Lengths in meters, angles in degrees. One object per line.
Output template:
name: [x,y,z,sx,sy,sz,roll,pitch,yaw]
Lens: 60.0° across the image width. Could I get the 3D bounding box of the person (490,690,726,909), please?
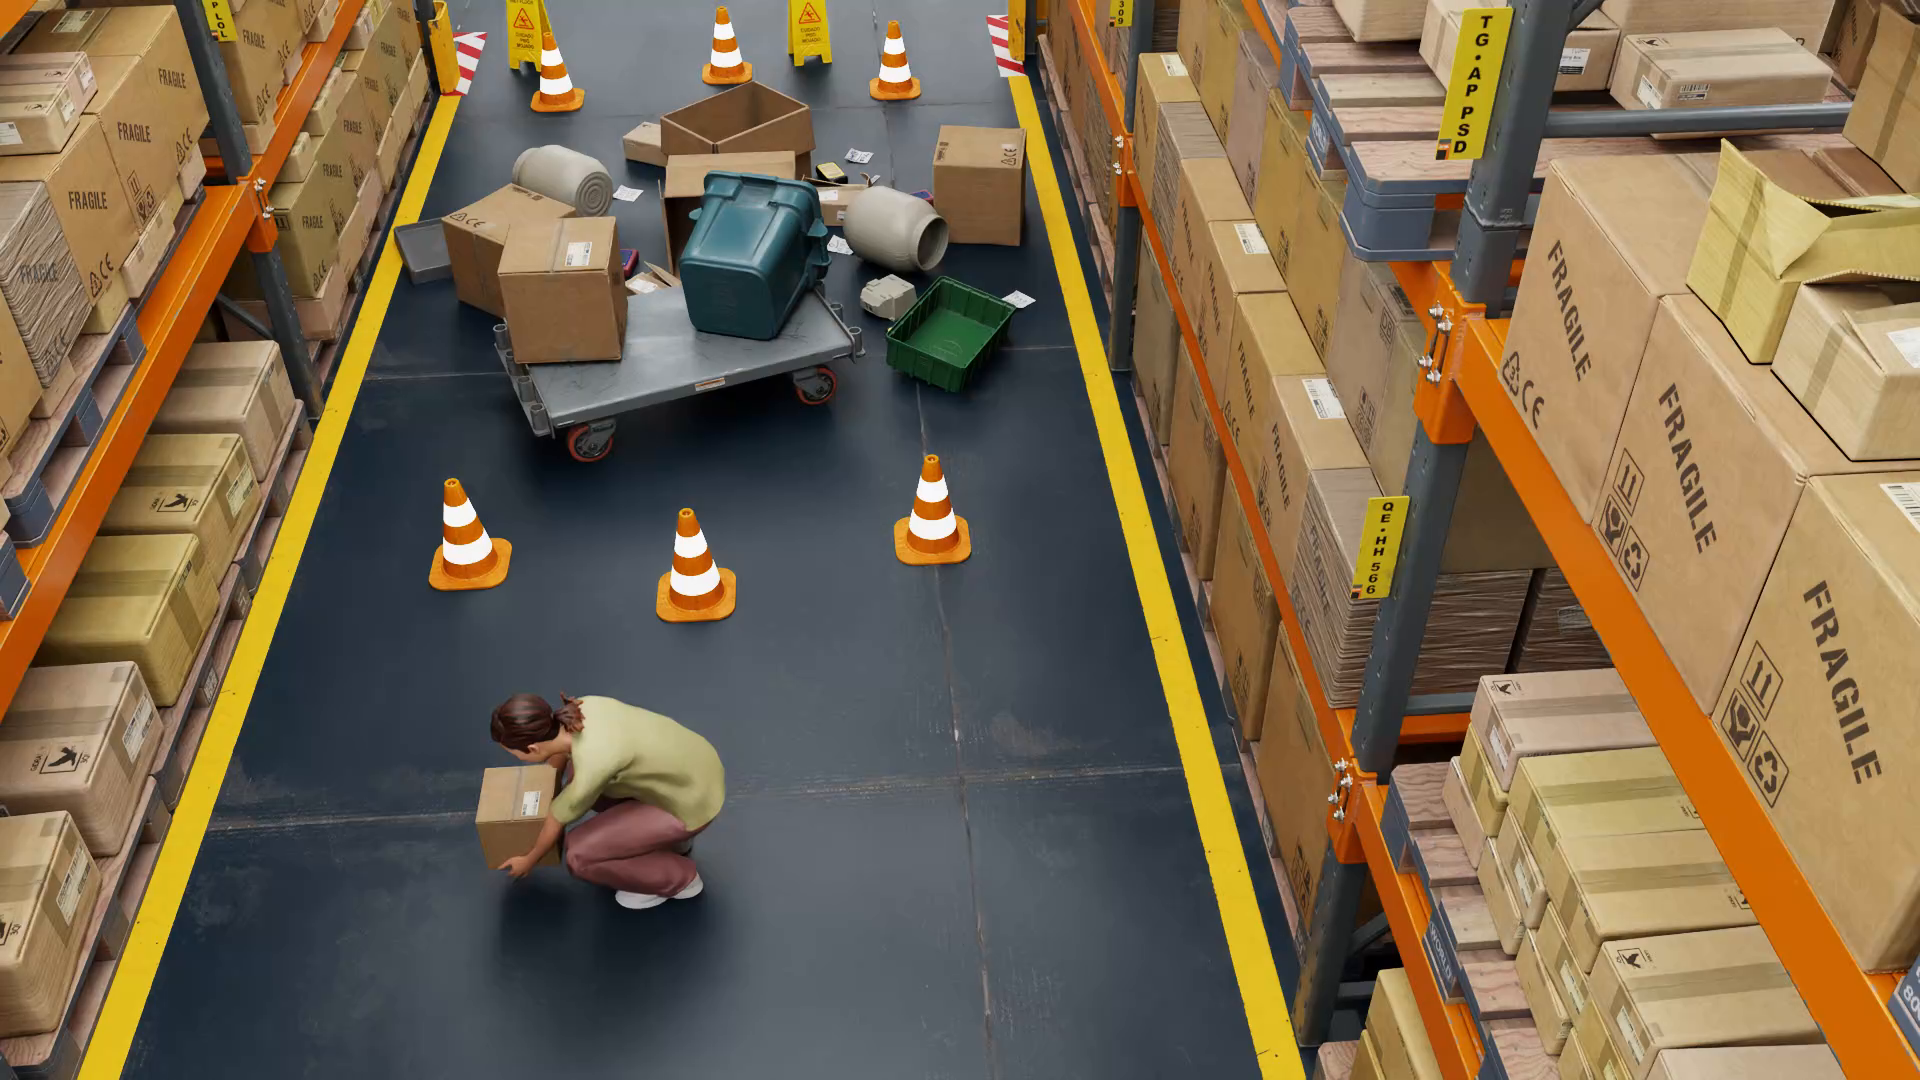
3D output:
person: [-1.210,0.843,5.707,0.796,0.947,0.463,-4,39,-5]
